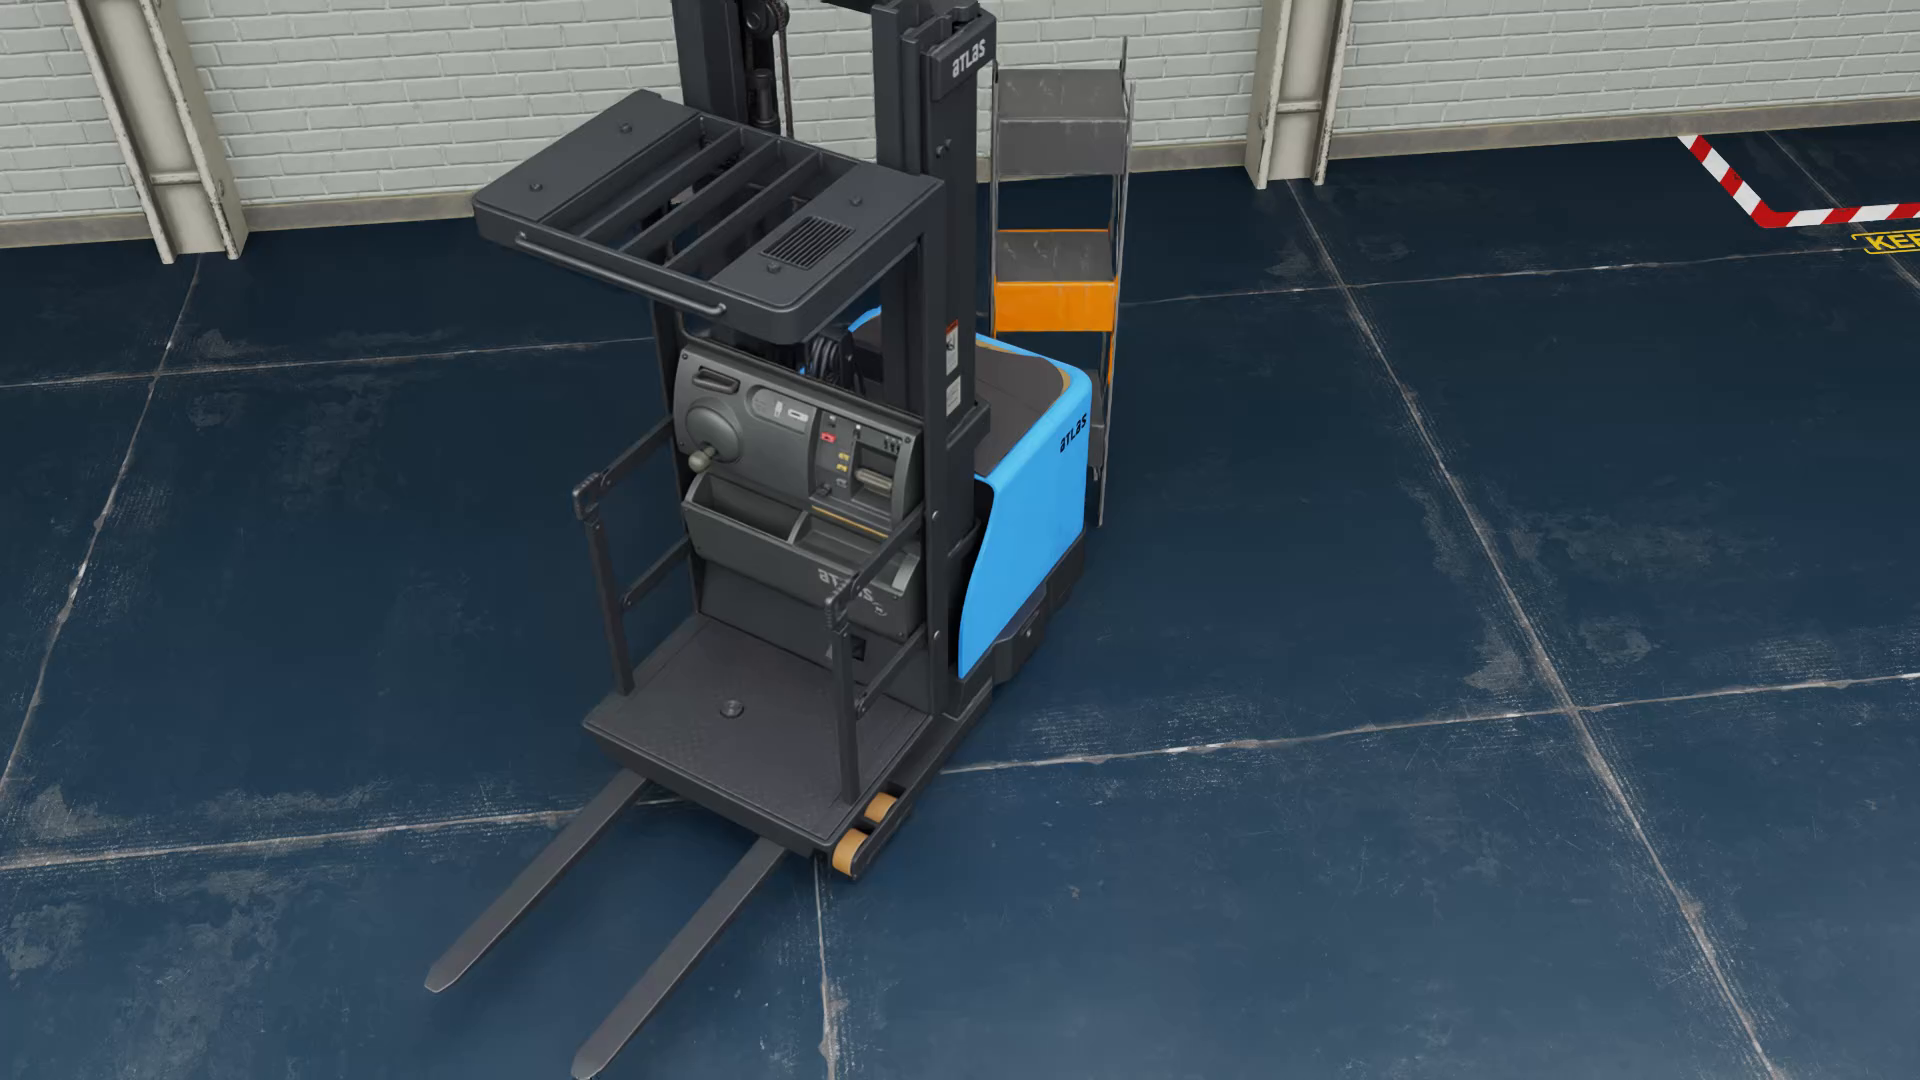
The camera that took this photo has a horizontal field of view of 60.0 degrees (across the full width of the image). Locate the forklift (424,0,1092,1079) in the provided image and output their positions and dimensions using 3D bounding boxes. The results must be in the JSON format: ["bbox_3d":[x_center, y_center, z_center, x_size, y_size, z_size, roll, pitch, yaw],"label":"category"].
[{"bbox_3d":[-0.663,-0.251,5.340,1.130,2.935,3.031,22,46,22],"label":"forklift"}]

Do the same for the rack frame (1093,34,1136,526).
[{"bbox_3d":[0.617,-0.974,6.763,0.015,2.100,0.400,0,42,0],"label":"rack frame"}]

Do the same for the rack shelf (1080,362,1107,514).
[{"bbox_3d":[0.373,-0.444,7.240,0.480,0.518,0.431,0,42,0],"label":"rack shelf"}]

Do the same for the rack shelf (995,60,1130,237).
[{"bbox_3d":[0.373,-1.484,6.302,0.480,0.518,0.431,0,42,0],"label":"rack shelf"}]

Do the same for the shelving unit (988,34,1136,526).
[{"bbox_3d":[0.373,-0.974,6.762,0.503,2.100,0.431,0,42,0],"label":"shelving unit"}]

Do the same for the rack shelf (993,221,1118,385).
[{"bbox_3d":[0.373,-0.964,6.771,0.480,0.518,0.431,0,42,0],"label":"rack shelf"}]

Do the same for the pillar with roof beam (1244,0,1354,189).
[{"bbox_3d":[2.422,-2.599,3.413,0.400,9.000,9.100,-5,42,-6],"label":"pillar with roof beam"}]

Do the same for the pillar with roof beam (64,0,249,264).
[{"bbox_3d":[-3.527,-2.078,2.835,0.400,9.000,9.100,-5,42,-6],"label":"pillar with roof beam"}]

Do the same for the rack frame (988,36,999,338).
[{"bbox_3d":[0.129,-0.974,6.762,0.015,2.100,0.400,0,42,0],"label":"rack frame"}]
